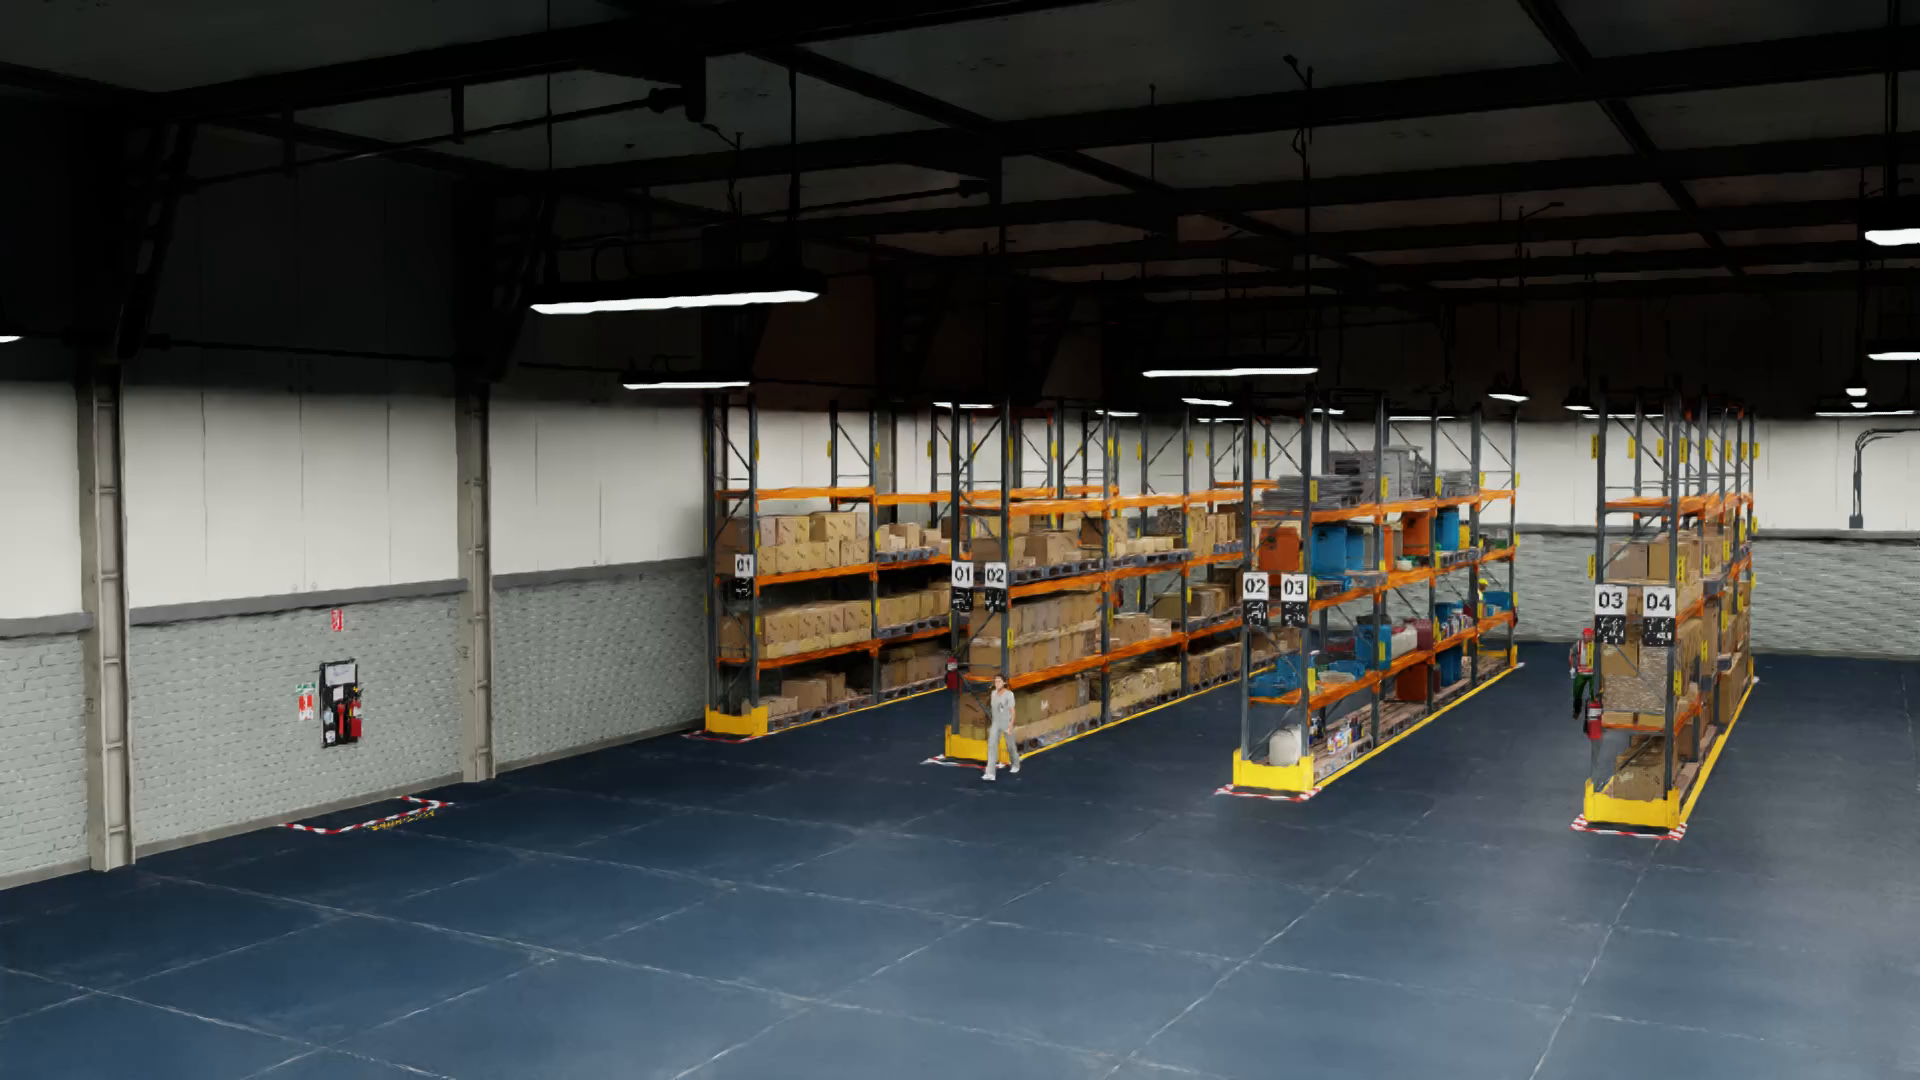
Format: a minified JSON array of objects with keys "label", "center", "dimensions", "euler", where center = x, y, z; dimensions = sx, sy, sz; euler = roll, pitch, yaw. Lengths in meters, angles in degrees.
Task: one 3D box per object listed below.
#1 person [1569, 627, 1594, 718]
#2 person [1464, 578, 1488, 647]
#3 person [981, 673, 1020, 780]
[{"label":"person","center":[11.637,2.474,30.847],"dimensions":[0.677,1.741,0.547],"euler":[2,3,27]},{"label":"person","center":[13.099,1.837,42.086],"dimensions":[0.720,1.761,0.431],"euler":[-2,4,-31]},{"label":"person","center":[0.655,2.821,25.334],"dimensions":[0.455,1.612,1.018],"euler":[2,3,27]}]
